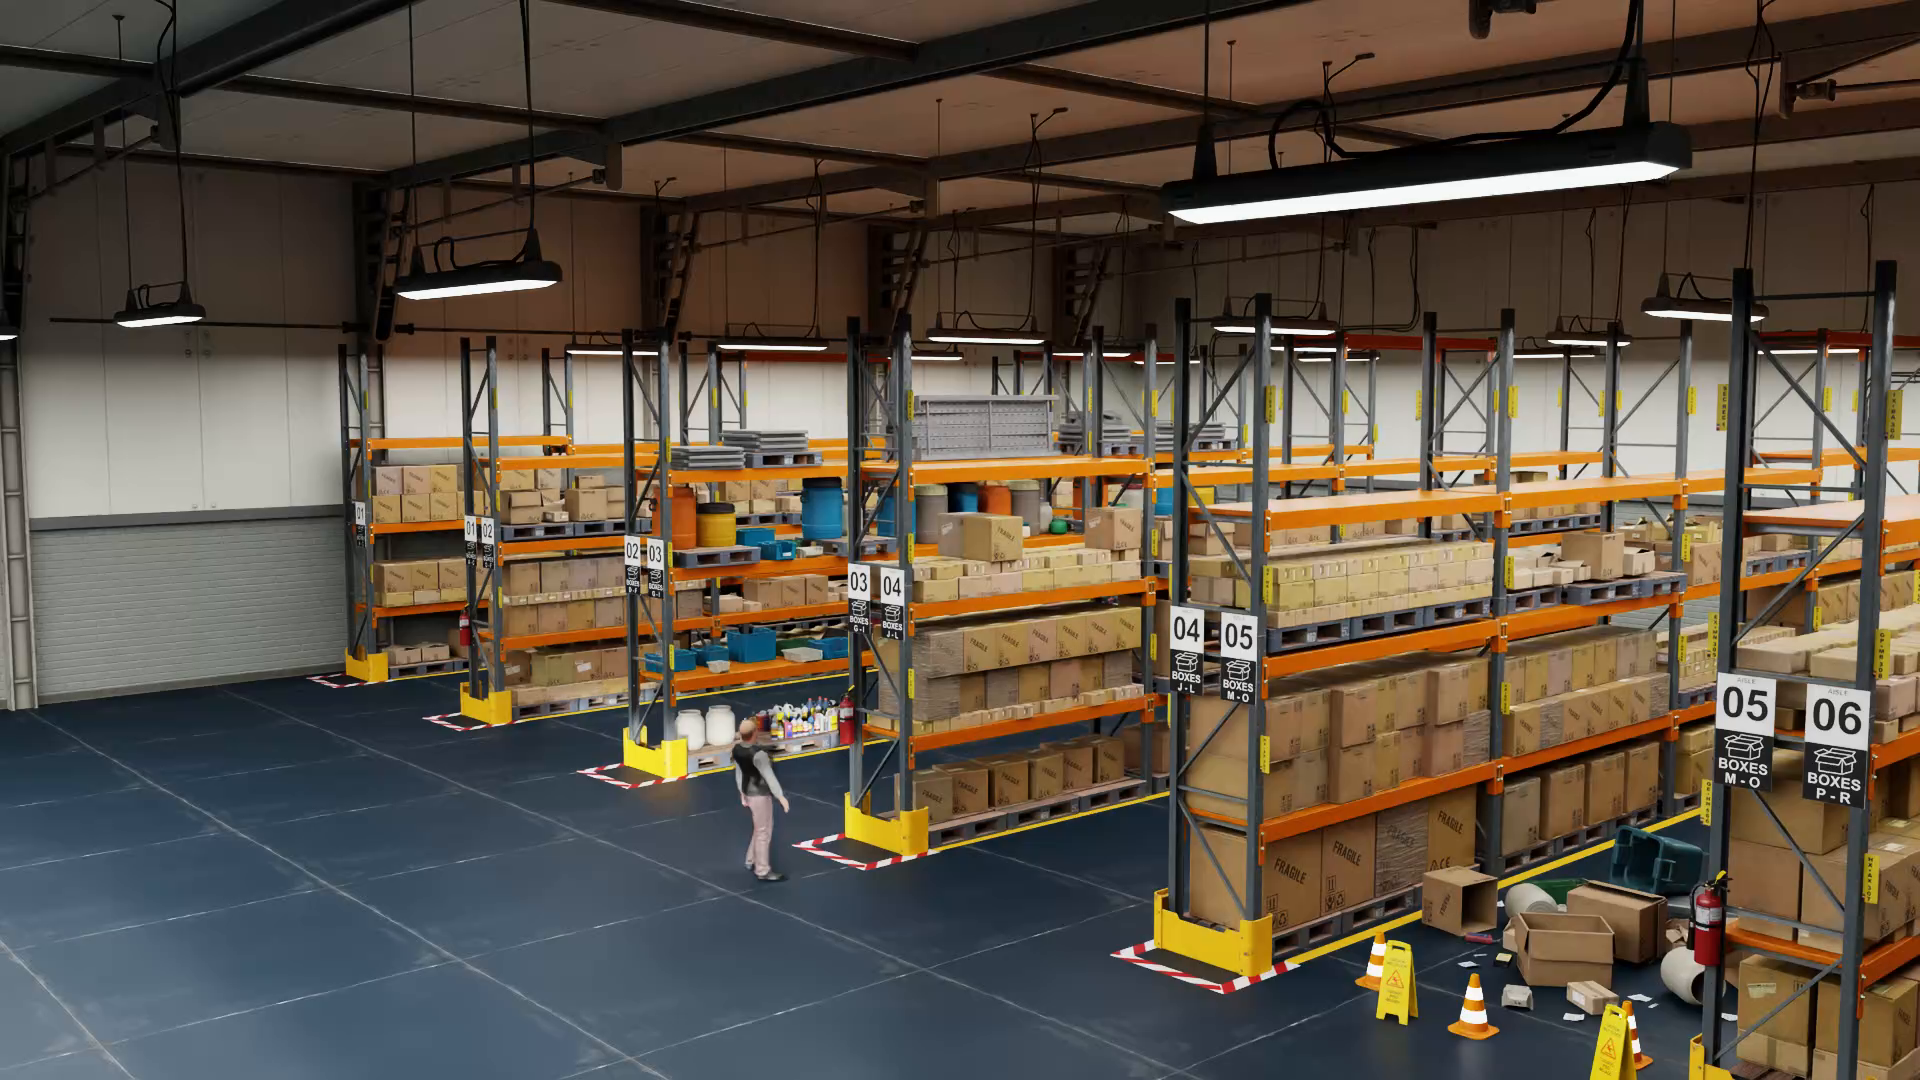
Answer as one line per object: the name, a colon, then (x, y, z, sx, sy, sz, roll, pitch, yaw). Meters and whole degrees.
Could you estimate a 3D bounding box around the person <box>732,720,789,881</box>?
person: (-2.113, 2.759, 17.586, 0.552, 1.752, 0.596, -2, 5, -18)

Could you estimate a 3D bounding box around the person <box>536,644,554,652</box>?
person: (-7.524, 1.582, 30.157, 0.666, 1.789, 0.542, -1, 5, -13)
